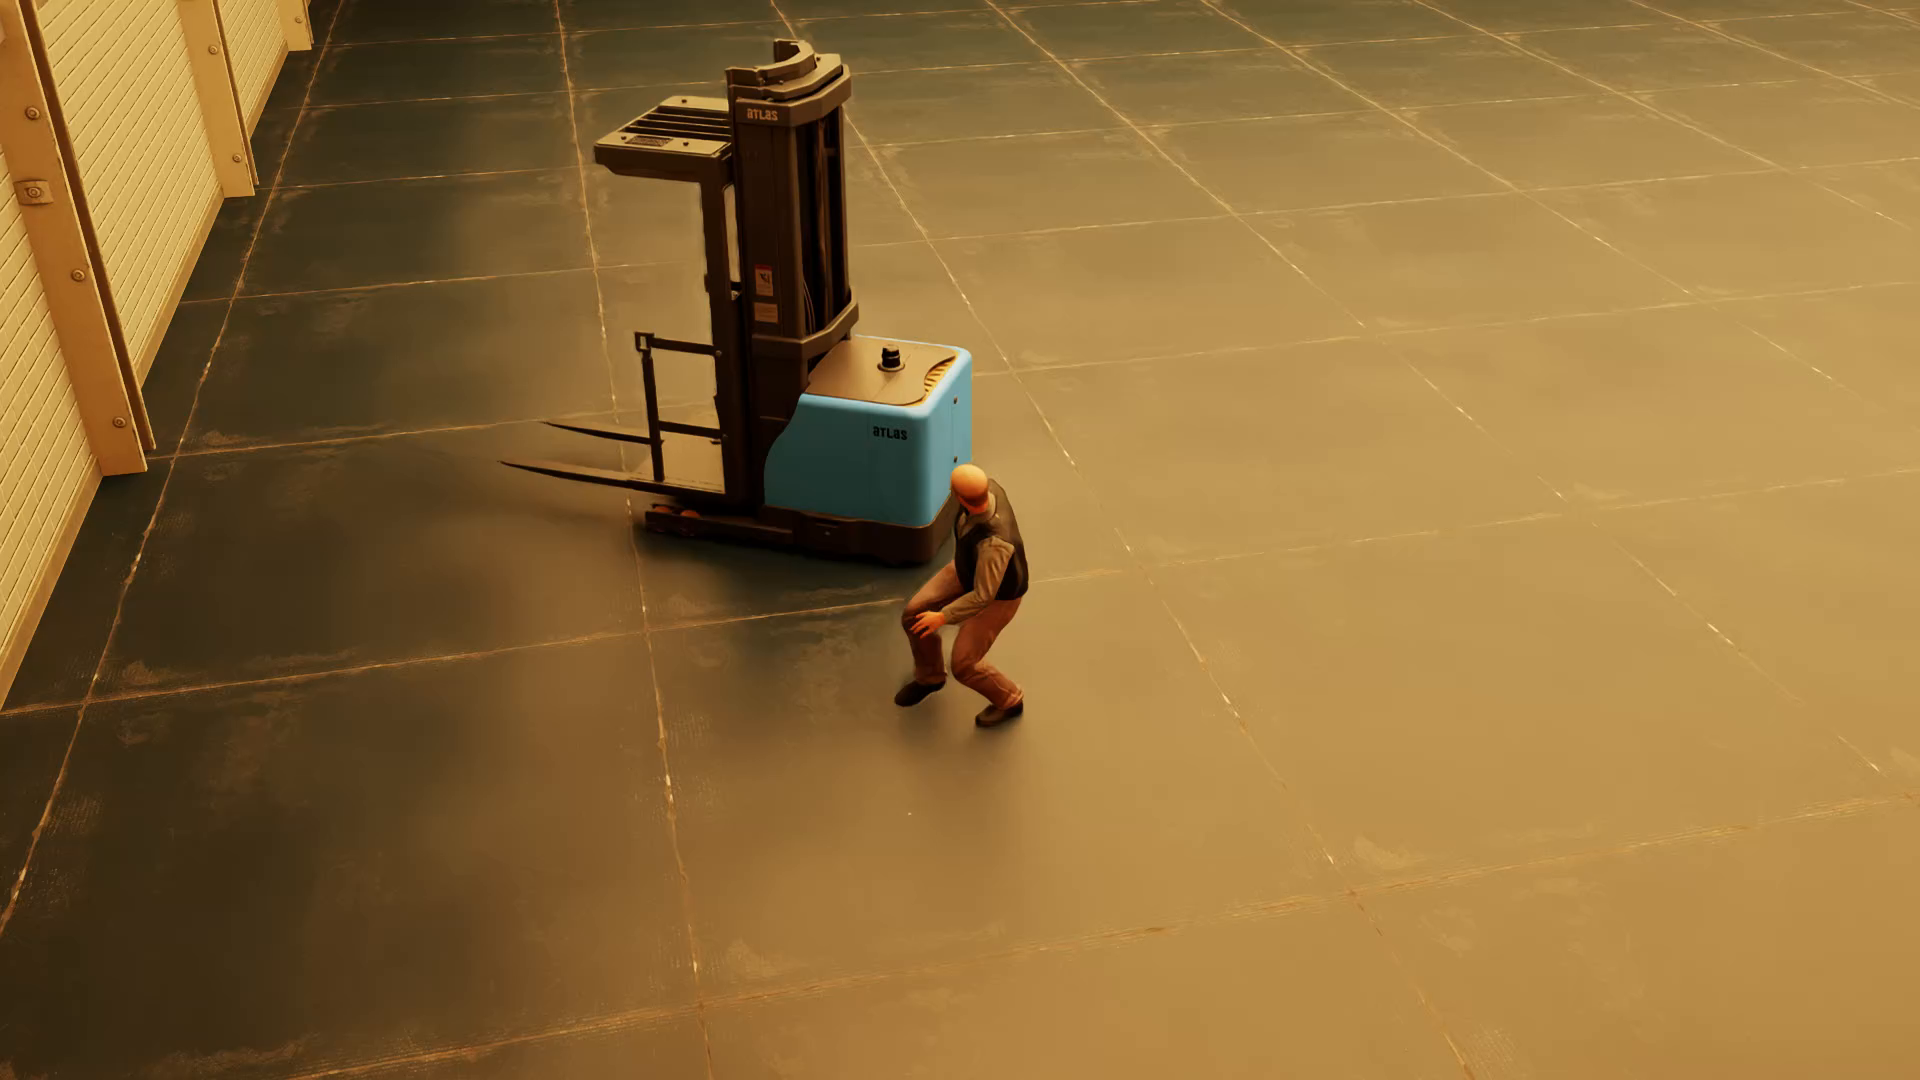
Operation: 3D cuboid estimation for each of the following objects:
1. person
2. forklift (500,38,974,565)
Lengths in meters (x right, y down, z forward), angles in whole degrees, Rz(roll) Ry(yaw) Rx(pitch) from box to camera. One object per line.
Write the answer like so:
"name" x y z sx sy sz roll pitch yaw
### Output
"person" 0.004 0.237 8.616 0.723 1.516 0.750 -15 33 -24
"forklift" -1.487 -1.532 10.220 3.031 2.935 1.130 9 31 15
